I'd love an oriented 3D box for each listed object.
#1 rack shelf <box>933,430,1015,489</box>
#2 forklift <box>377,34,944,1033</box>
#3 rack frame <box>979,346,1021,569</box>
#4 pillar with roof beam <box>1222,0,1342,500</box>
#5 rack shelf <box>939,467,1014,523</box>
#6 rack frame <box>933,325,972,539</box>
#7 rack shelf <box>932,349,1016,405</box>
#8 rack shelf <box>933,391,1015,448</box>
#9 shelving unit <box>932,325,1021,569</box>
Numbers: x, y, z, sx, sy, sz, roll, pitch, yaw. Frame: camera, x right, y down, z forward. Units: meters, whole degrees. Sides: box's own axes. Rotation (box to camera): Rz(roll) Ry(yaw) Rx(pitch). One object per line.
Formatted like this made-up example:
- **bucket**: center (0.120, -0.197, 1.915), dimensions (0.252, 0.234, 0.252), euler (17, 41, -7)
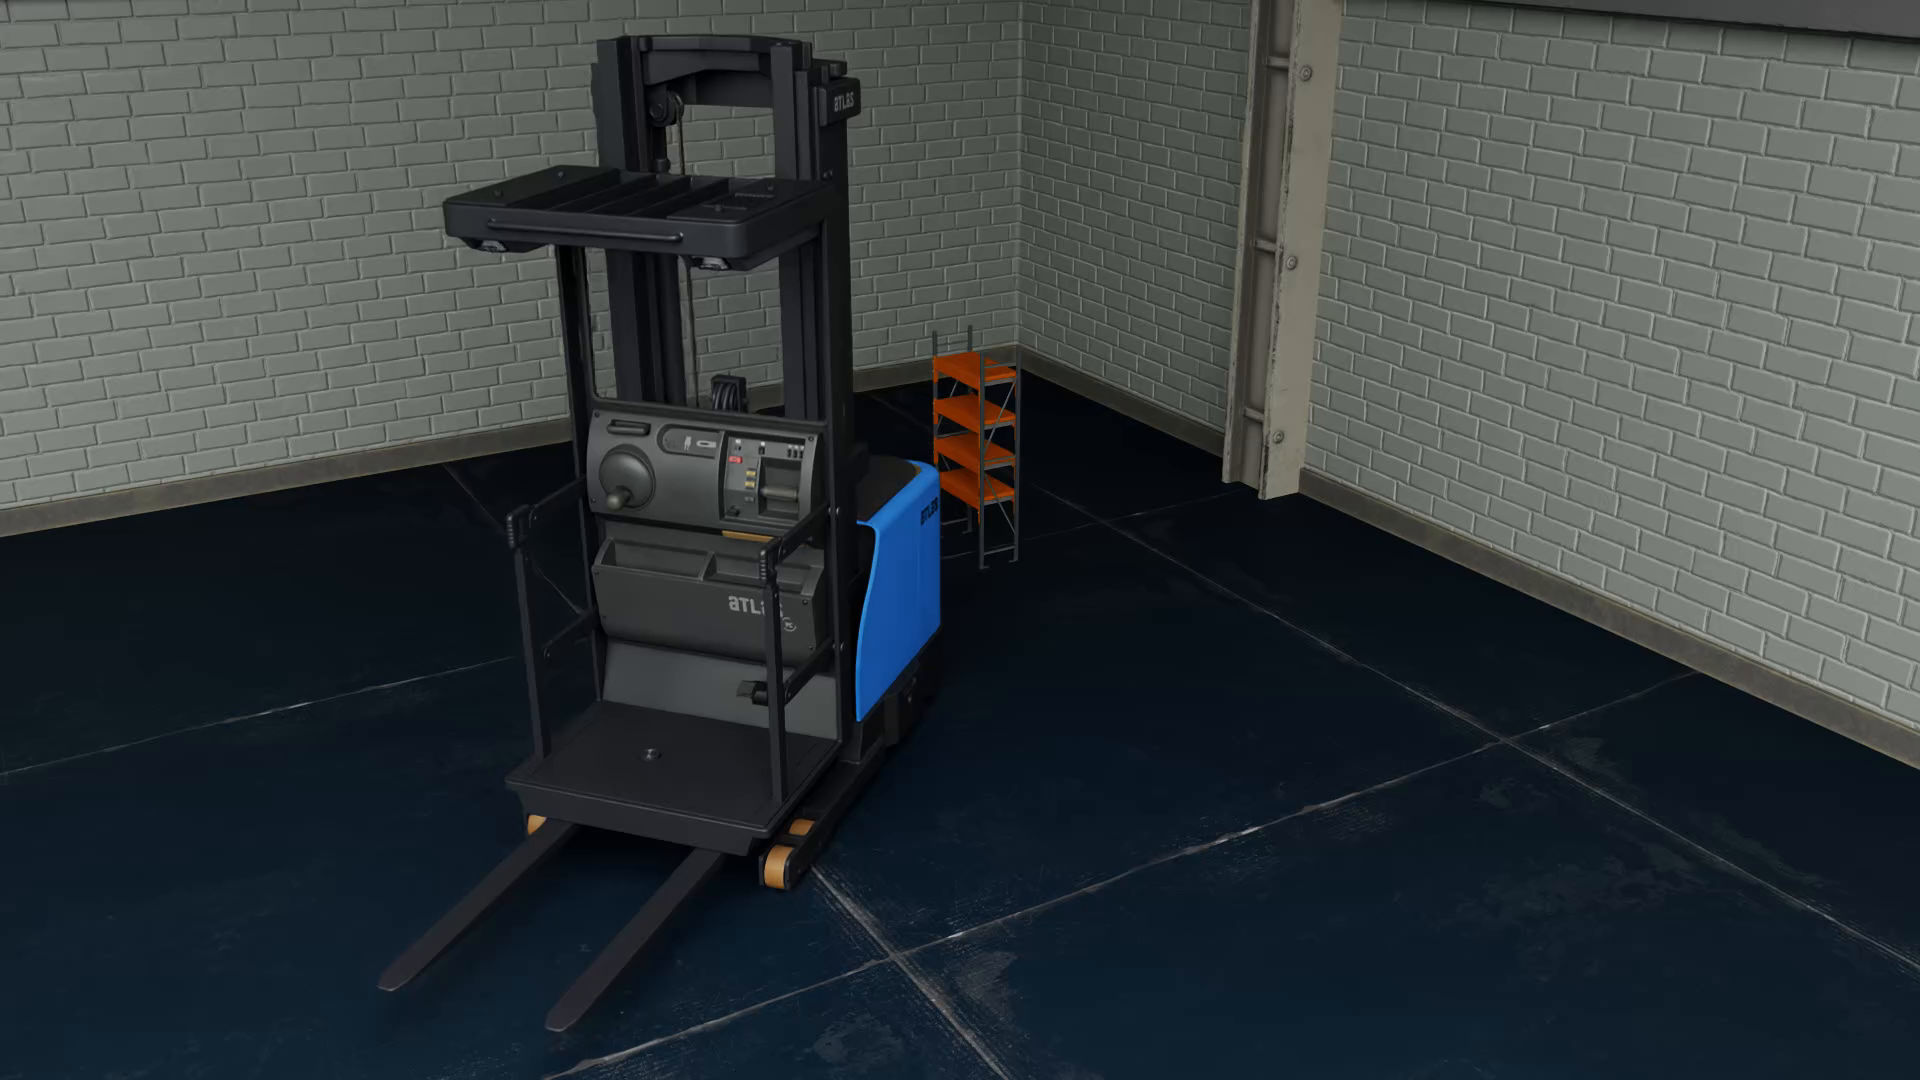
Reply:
- **rack shelf**: center (0.085, -0.440, 8.979), dimensions (0.258, 0.148, 0.480), euler (-13, 25, -28)
- **forklift**: center (-1.033, -0.238, 6.006), dimensions (1.130, 2.935, 3.031), euler (7, 23, 18)
- **rack frame**: center (0.209, -0.423, 8.759), dimensions (0.240, 1.200, 0.015), euler (-13, 25, -28)
- **pillar with roof beam**: center (-1.865, -3.672, 6.394), dimensions (9.100, 9.000, 0.400), euler (-13, 25, -28)
- **rack shelf**: center (0.085, -0.256, 9.054), dimensions (0.258, 0.148, 0.480), euler (-13, 25, -28)
- **rack frame**: center (-0.040, -0.581, 9.148), dimensions (0.240, 1.200, 0.015), euler (-13, 25, -28)
- **rack shelf**: center (0.085, -0.866, 8.806), dimensions (0.258, 0.148, 0.480), euler (-13, 25, -28)
- **rack shelf**: center (0.085, -0.647, 8.895), dimensions (0.258, 0.148, 0.480), euler (-13, 25, -28)
- **shelving unit**: center (0.085, -0.502, 8.954), dimensions (0.258, 1.200, 0.503), euler (-13, 25, -28)
